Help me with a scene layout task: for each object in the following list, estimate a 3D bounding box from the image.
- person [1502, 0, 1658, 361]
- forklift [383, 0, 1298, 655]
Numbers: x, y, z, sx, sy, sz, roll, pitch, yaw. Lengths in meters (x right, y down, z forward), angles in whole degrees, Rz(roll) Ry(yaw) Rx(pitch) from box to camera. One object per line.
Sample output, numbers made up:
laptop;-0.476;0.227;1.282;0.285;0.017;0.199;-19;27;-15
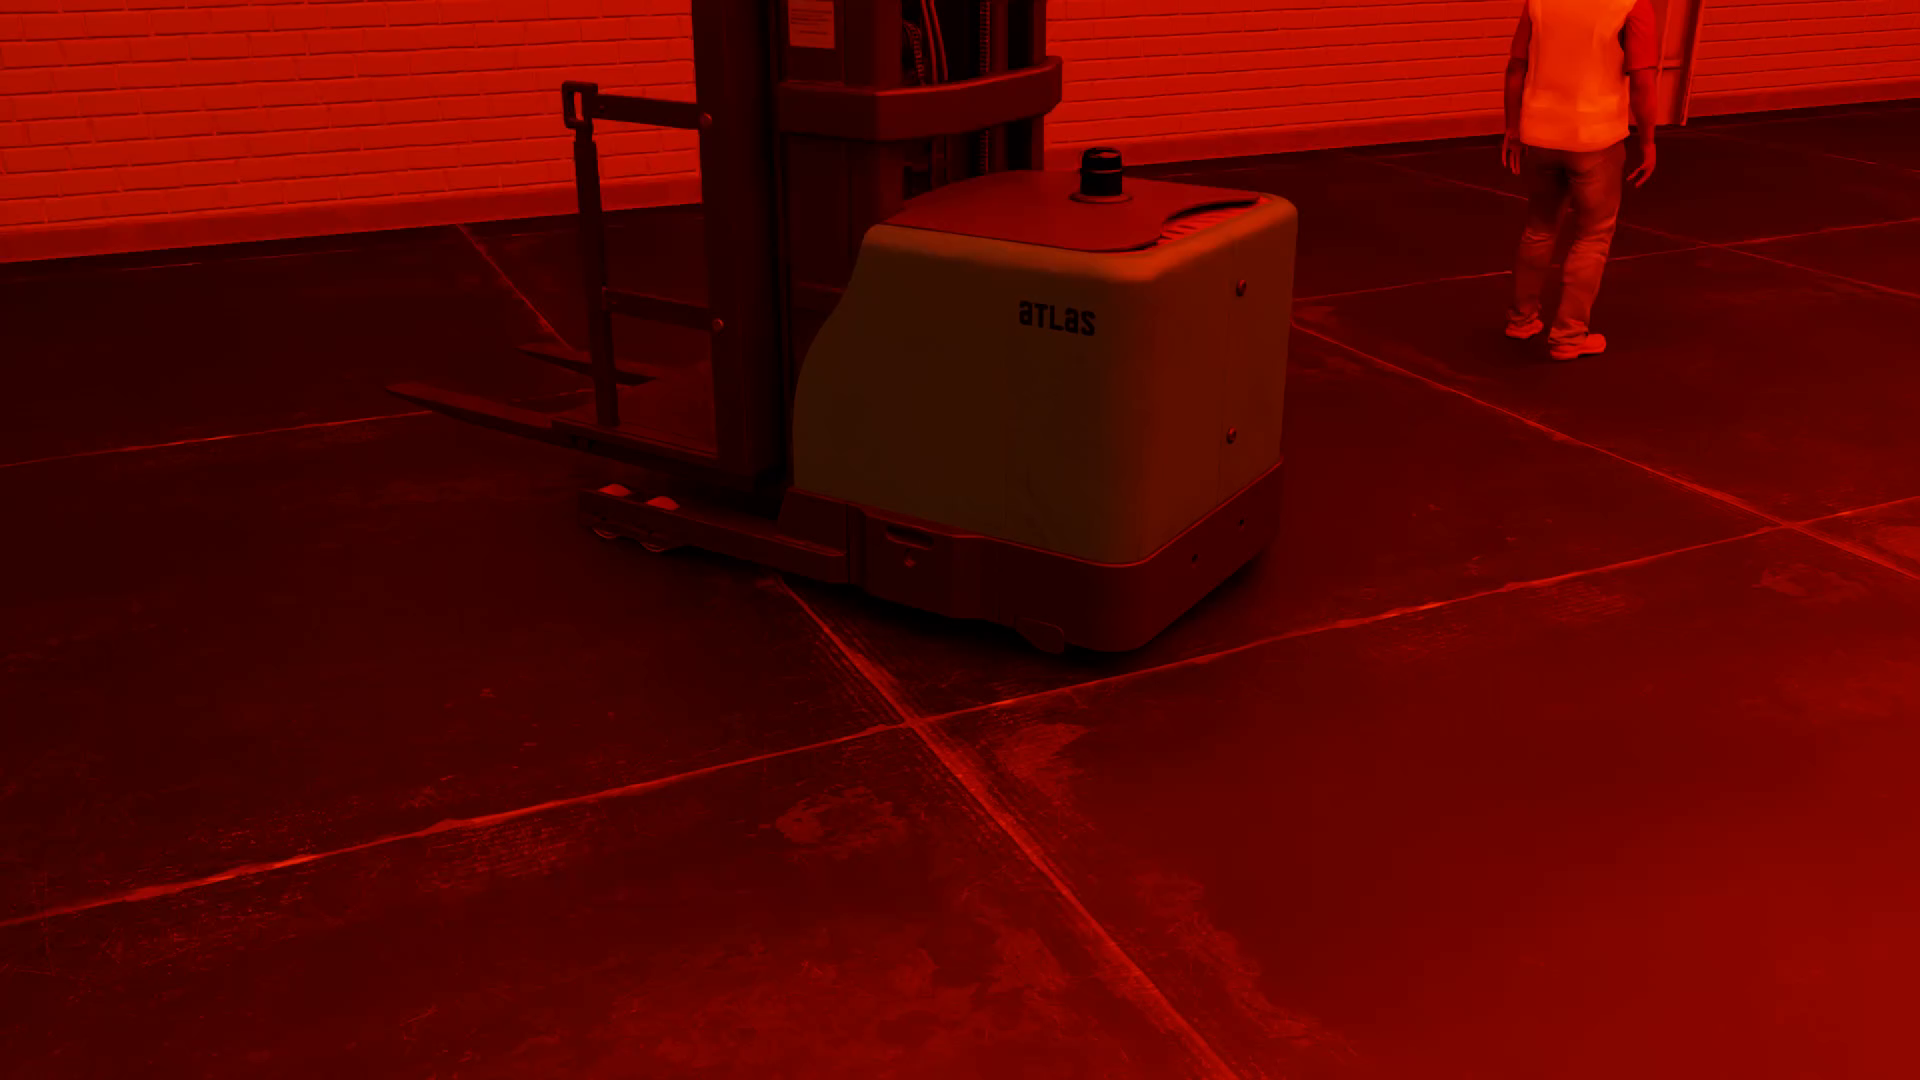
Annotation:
person;2.538;-1.636;6.782;0.470;1.772;0.646;-17;28;-36
forklift;-0.565;-1.470;4.826;3.031;2.935;1.130;14;26;30
